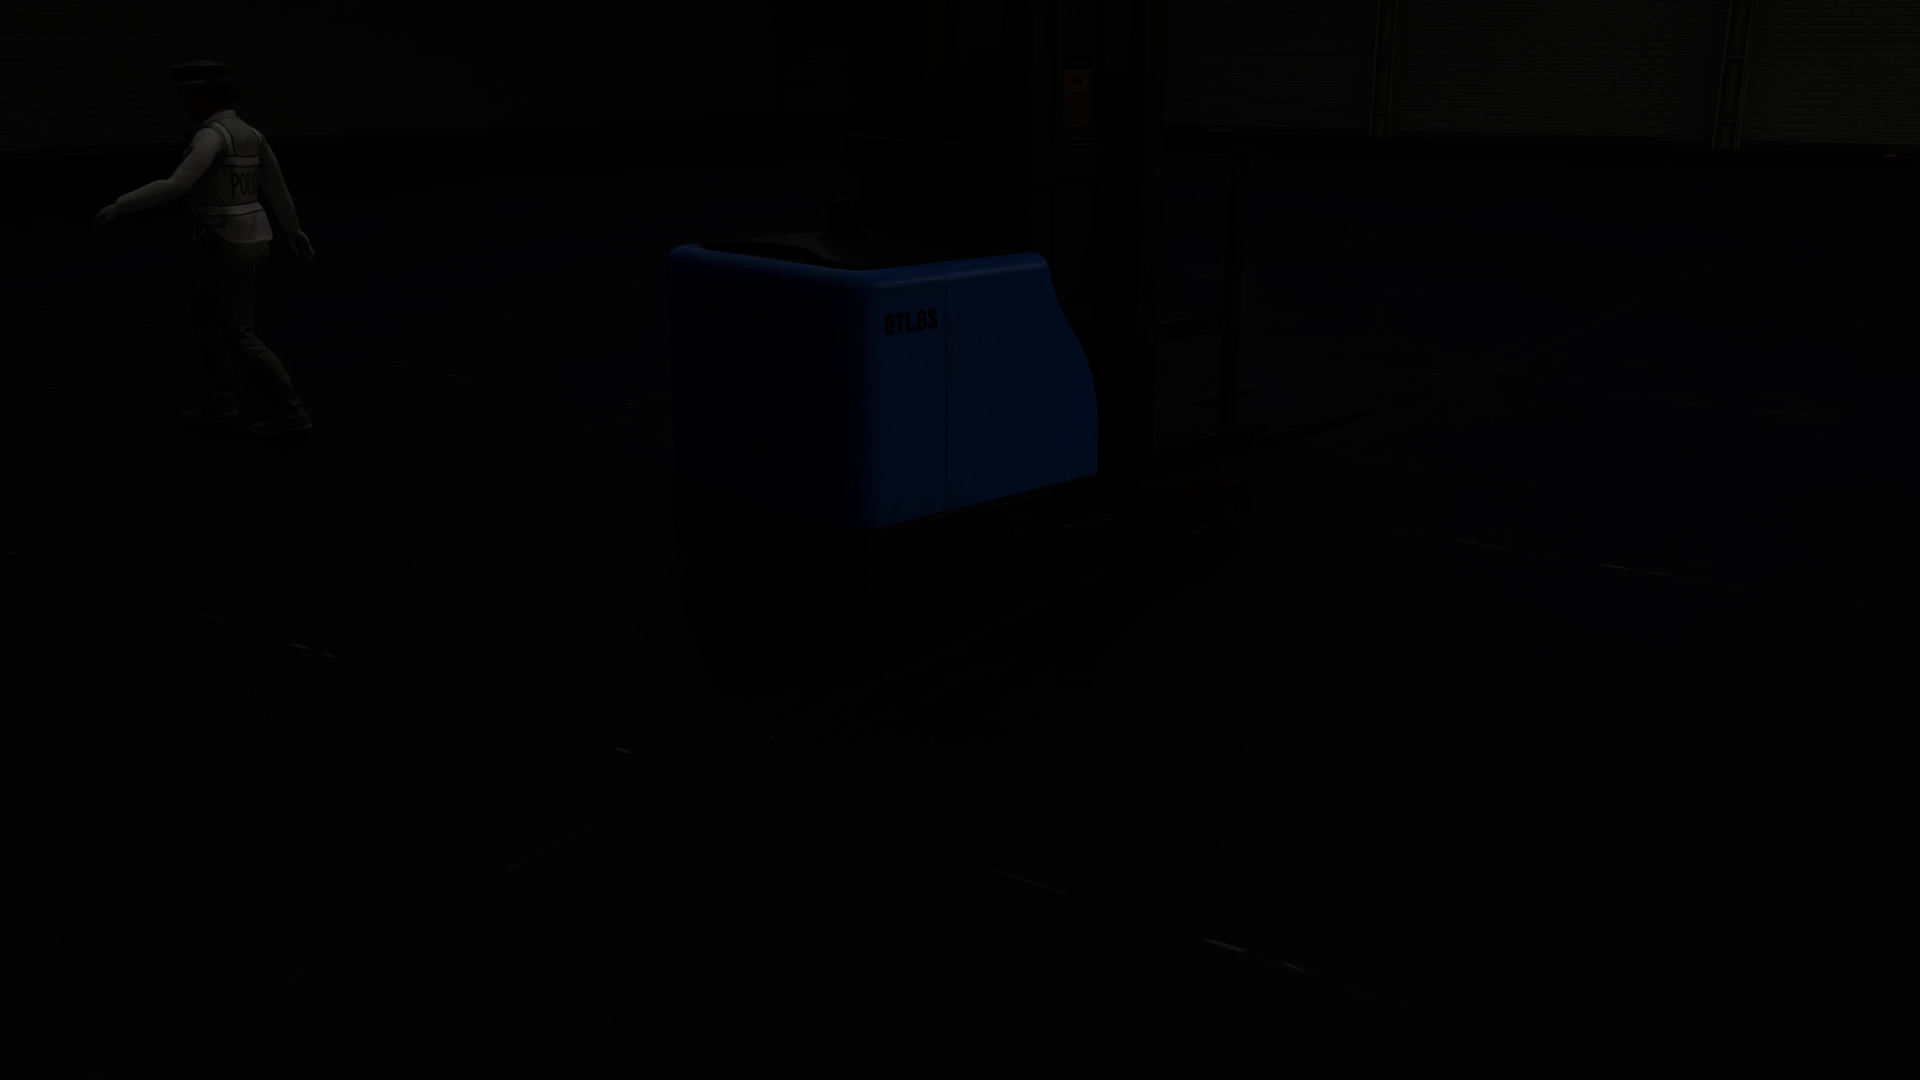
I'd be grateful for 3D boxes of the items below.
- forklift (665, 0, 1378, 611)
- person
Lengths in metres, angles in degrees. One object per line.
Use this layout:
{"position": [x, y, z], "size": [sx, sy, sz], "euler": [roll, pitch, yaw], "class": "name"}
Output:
{"position": [0.442, -1.525, 5.932], "size": [3.031, 2.935, 1.130], "euler": [-15, 22, -41], "class": "forklift"}
{"position": [-3.279, -1.287, 7.392], "size": [0.710, 1.628, 0.893], "euler": [0, 17, 1], "class": "person"}
